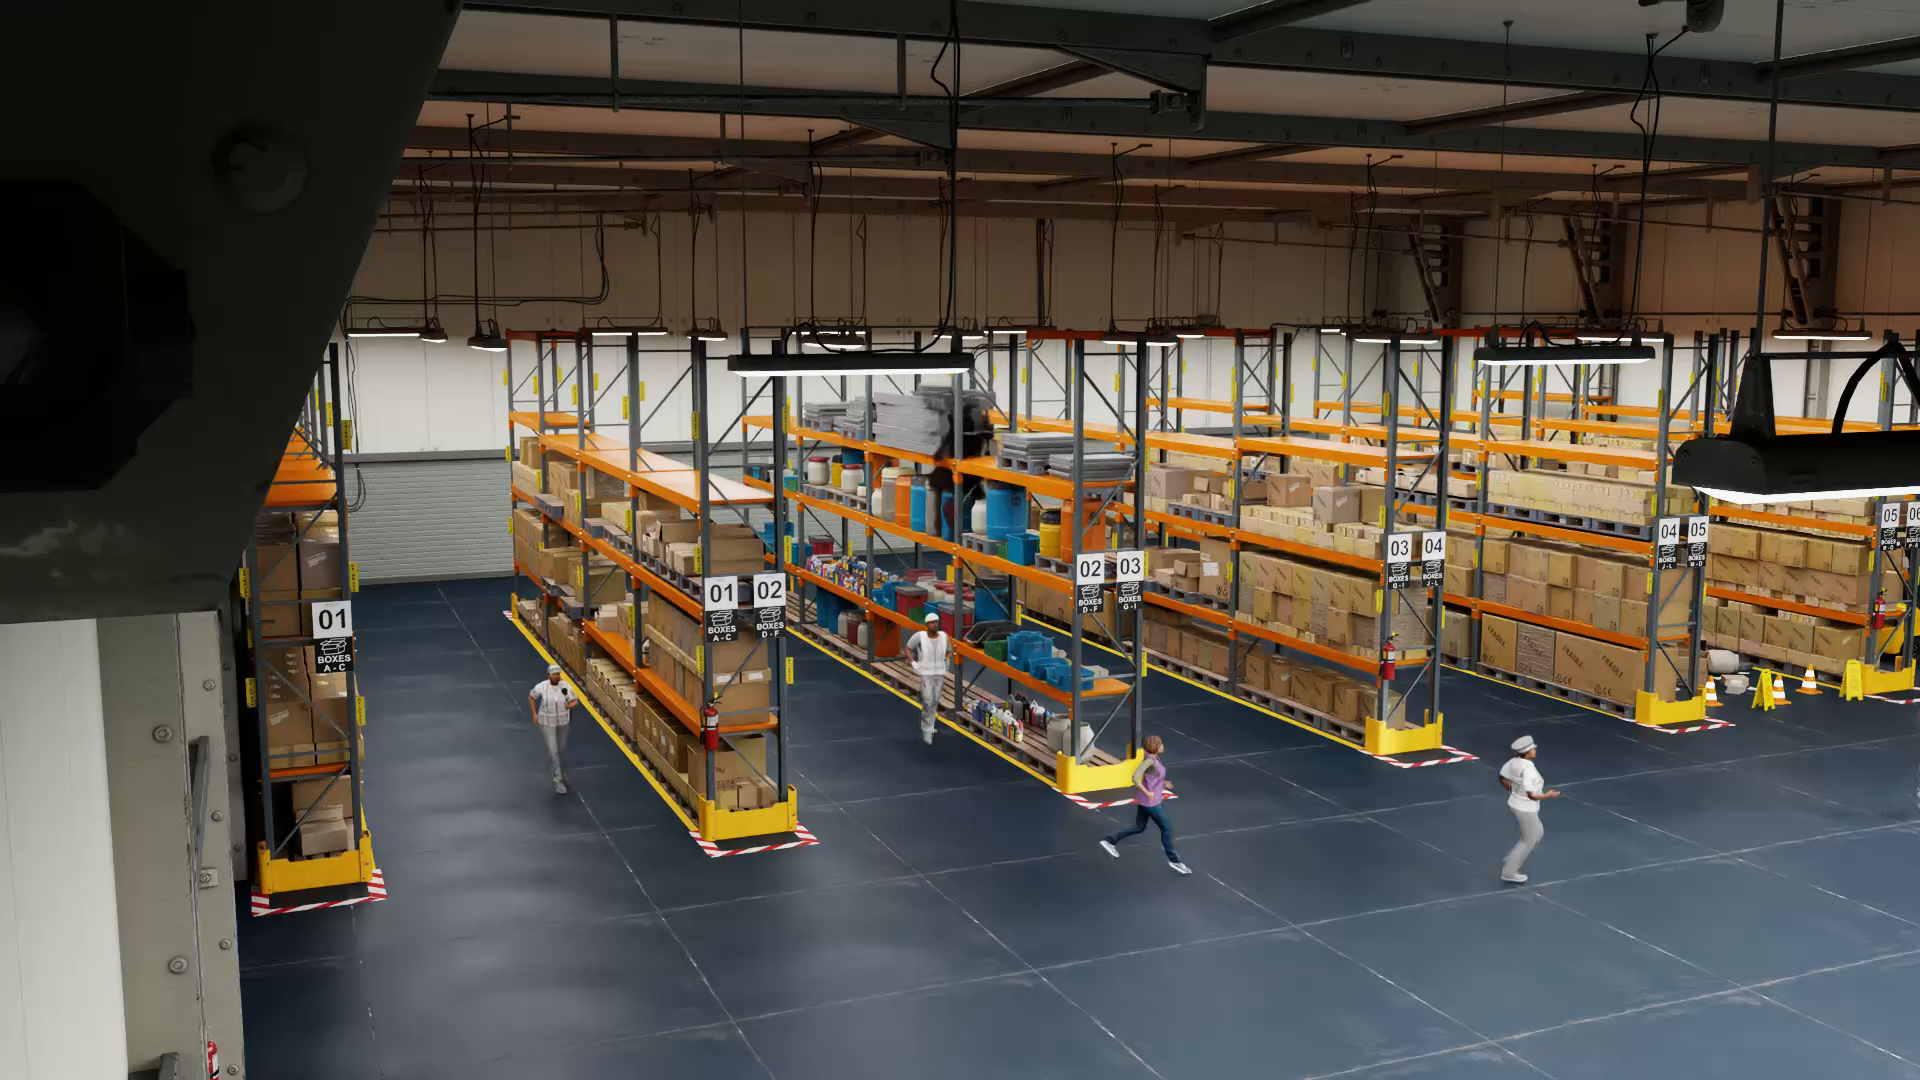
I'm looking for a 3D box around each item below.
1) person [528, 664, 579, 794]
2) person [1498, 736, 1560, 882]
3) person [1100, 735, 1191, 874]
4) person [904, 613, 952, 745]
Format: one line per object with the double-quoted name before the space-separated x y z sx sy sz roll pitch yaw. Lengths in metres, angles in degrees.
"person" -5.423 2.466 22.270 0.599 1.668 0.937 -4 9 -29
"person" 6.345 2.993 18.531 0.585 1.667 0.562 0 8 -1
"person" 2.121 2.994 18.901 1.020 1.595 0.506 0 8 -2
"person" -0.395 1.980 23.751 0.660 1.886 0.621 -3 8 -24
